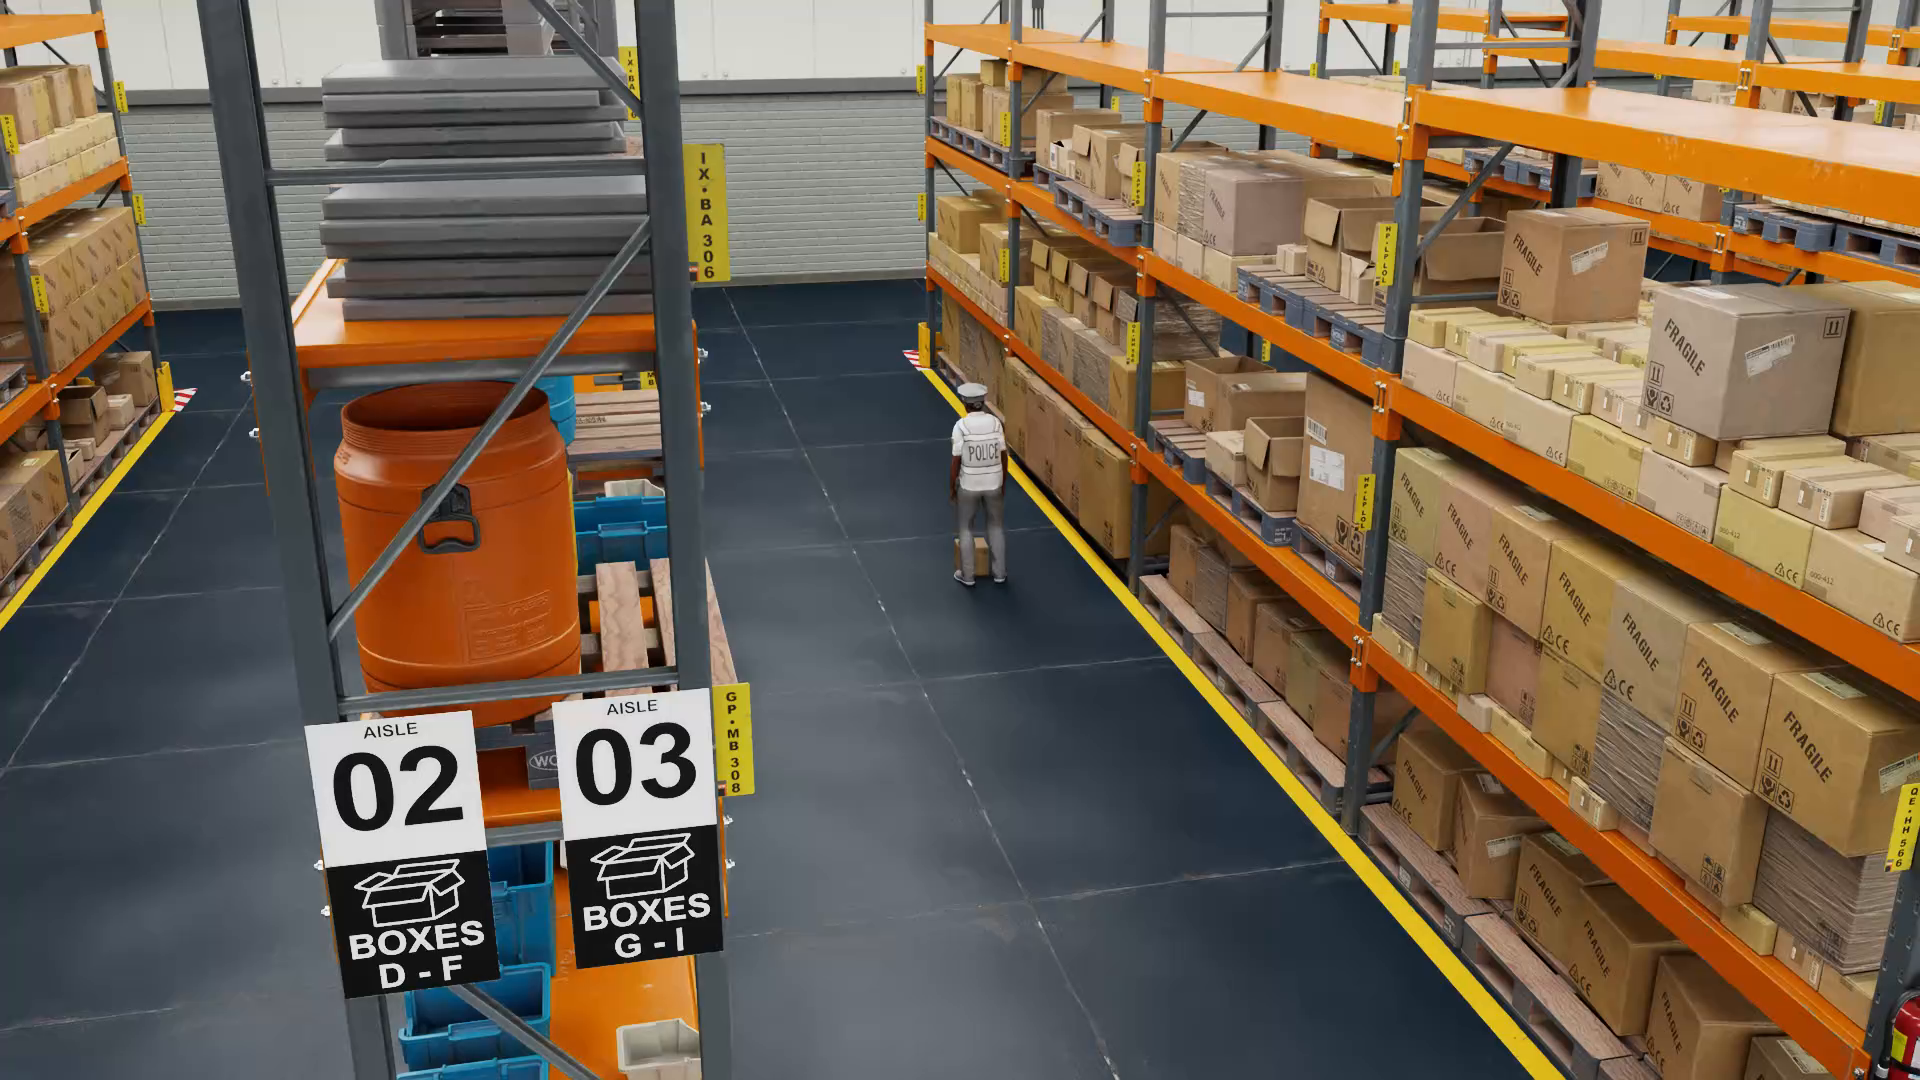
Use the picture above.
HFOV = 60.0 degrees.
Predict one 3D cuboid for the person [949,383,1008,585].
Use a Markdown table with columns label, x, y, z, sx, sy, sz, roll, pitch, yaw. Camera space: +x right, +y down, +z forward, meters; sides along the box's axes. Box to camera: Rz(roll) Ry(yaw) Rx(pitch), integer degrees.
| label | x | y | z | sx | sy | sz | roll | pitch | yaw |
| --- | --- | --- | --- | --- | --- | --- | --- | --- | --- |
| person | 0.161 | -0.441 | 13.575 | 0.527 | 1.658 | 0.397 | -6 | 21 | -16 |
